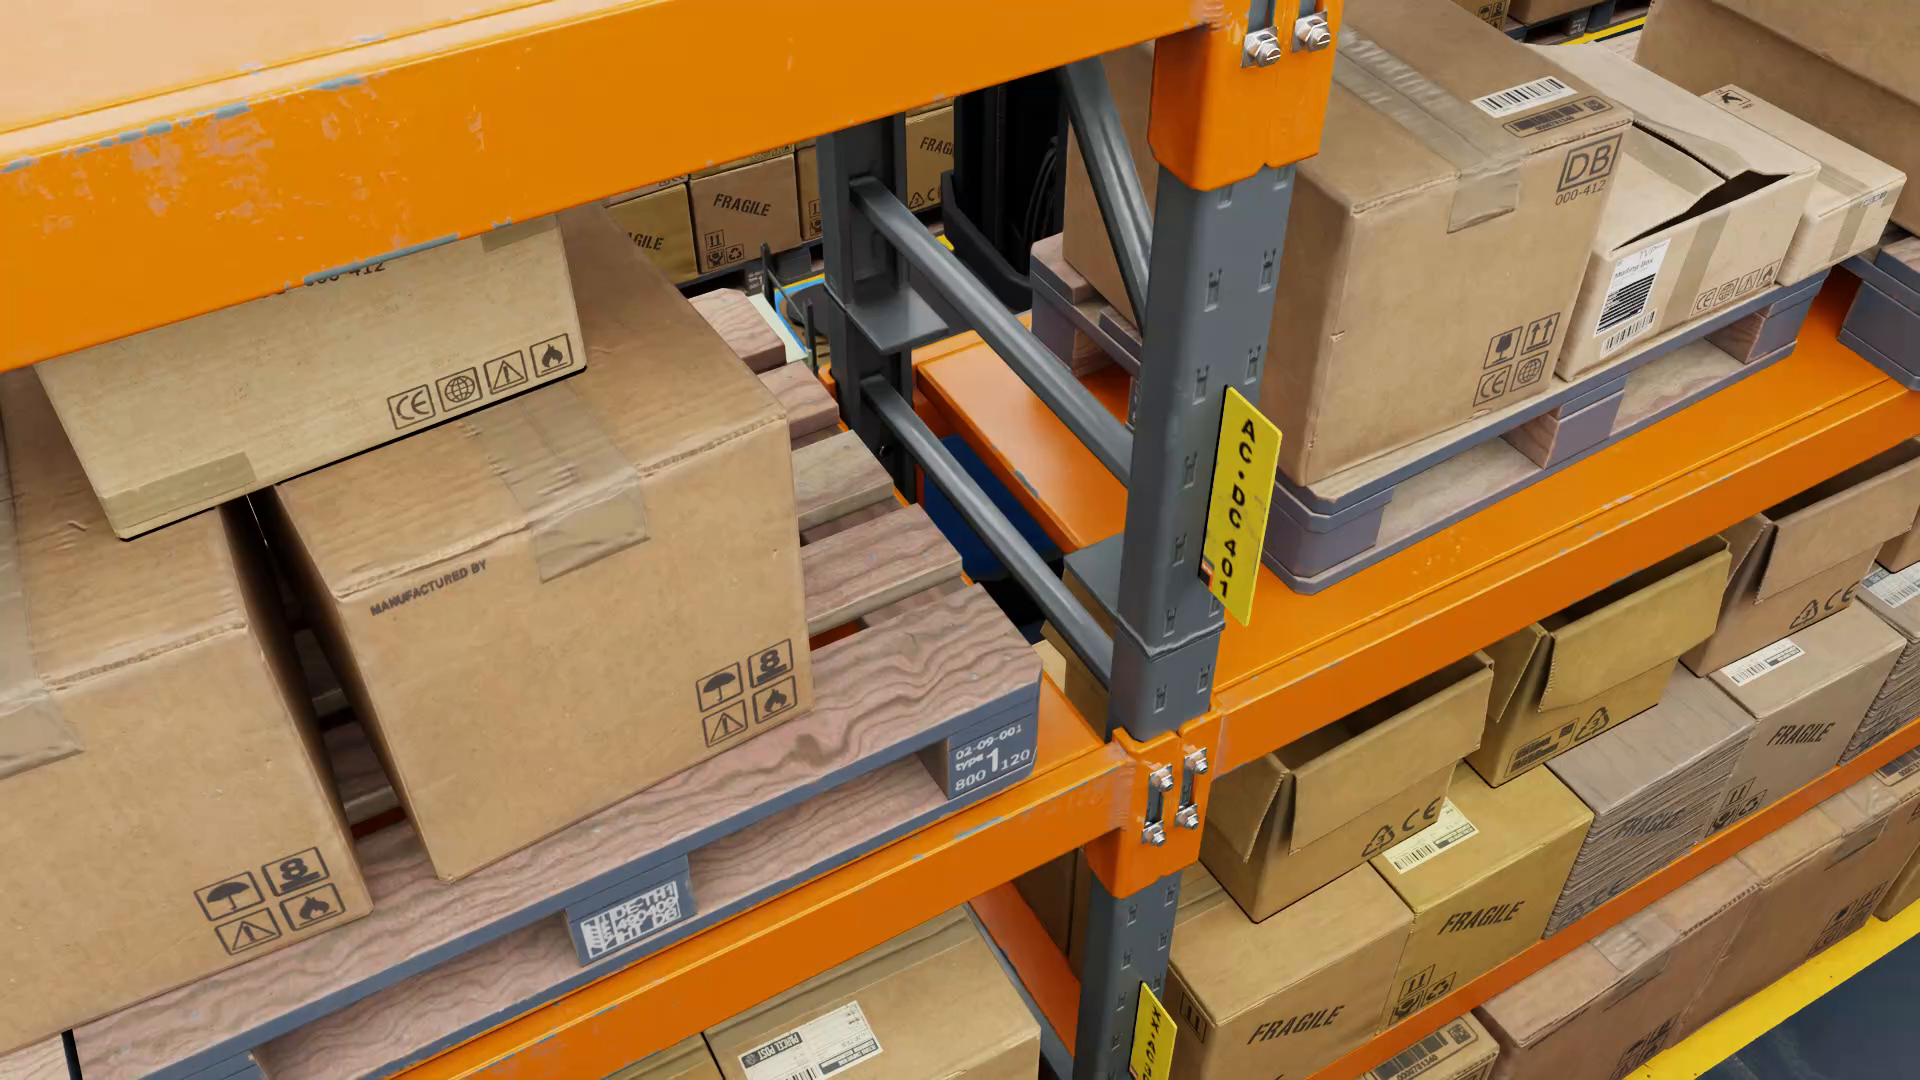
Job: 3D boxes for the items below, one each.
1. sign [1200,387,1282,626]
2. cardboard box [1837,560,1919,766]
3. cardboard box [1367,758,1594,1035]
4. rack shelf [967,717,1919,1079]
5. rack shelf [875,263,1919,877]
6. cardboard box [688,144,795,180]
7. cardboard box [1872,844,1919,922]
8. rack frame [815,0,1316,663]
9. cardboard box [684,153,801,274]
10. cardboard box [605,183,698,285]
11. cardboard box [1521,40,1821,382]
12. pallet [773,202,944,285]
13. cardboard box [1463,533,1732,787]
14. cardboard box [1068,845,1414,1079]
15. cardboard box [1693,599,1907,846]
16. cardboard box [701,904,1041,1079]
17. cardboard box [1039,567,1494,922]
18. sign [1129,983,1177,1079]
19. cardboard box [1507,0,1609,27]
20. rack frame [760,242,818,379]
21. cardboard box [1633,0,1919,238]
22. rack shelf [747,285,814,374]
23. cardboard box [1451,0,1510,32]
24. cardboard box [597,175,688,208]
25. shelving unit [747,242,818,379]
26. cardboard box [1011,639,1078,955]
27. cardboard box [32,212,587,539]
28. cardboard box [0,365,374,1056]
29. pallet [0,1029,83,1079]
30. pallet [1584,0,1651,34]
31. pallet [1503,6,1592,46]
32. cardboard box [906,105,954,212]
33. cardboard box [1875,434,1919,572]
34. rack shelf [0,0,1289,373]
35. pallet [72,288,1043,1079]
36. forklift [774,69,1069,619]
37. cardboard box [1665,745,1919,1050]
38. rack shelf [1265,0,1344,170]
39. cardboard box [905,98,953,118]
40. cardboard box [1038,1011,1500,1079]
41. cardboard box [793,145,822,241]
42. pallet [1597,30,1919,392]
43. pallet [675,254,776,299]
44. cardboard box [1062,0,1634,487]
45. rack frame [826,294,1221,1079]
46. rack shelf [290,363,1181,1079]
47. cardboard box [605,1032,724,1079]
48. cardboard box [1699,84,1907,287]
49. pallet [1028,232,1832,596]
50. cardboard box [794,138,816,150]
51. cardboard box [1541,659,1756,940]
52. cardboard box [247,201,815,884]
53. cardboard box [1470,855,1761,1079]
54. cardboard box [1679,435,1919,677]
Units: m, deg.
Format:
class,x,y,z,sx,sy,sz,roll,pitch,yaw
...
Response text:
class,x,y,z,sx,sy,sz,roll,pitch,yaw
sign,0.343,-0.035,2.051,0.005,0.325,0.100,-22,48,-21
cardboard box,2.345,0.169,4.350,0.500,0.500,0.500,-23,49,-22
cardboard box,1.024,0.701,3.802,0.500,0.500,0.500,-22,48,-21
rack shelf,1.799,0.485,4.613,4.000,0.370,1.077,-22,48,-21
rack shelf,1.799,-0.592,3.569,4.000,0.370,1.077,-22,48,-21
cardboard box,-1.085,-1.916,7.525,0.500,0.250,0.500,-21,48,-20
cardboard box,2.925,0.371,5.438,0.875,0.875,1.225,-24,49,-23
rack frame,0.065,-1.232,1.558,0.127,3.000,1.000,-22,48,-21
cardboard box,-1.087,-1.644,7.784,0.500,0.500,0.500,-20,48,-19
cardboard box,-1.545,-1.460,7.593,0.500,0.500,0.500,-20,48,-19
cardboard box,1.061,-0.601,2.824,0.500,0.311,0.500,-23,49,-22
pallet,-0.585,-1.806,8.459,1.213,0.211,1.003,-22,48,-21
cardboard box,1.216,0.067,3.735,0.637,0.503,0.797,-21,48,-21
cardboard box,0.589,0.876,3.622,0.500,0.500,0.500,-22,48,-21
cardboard box,1.904,0.345,4.169,0.500,0.500,0.500,-21,48,-20
cardboard box,-0.200,0.919,3.004,0.500,0.500,0.500,-20,48,-20
cardboard box,0.615,0.298,3.497,0.637,0.503,0.797,-23,49,-22
sign,0.343,0.916,2.974,0.005,0.325,0.100,-22,48,-21
cardboard box,3.287,-3.627,9.647,0.750,0.750,1.050,-22,48,-21
rack frame,-0.577,-0.345,6.029,0.023,1.500,0.400,-19,47,-19
cardboard box,1.773,-1.010,3.107,0.637,0.503,0.797,-22,48,-21
rack shelf,-0.903,-0.510,5.638,0.720,0.370,0.431,-19,47,-19
cardboard box,2.479,-3.303,9.314,0.750,0.750,1.050,-21,48,-20
cardboard box,-1.546,-1.729,7.333,0.500,0.250,0.500,-24,49,-23
shelving unit,-0.903,-0.230,5.910,0.755,1.500,0.431,-19,47,-19
cardboard box,0.335,0.557,3.950,0.500,0.500,0.500,-22,48,-21
cardboard box,-0.753,-0.325,1.794,0.500,0.250,0.500,-25,49,-23
cardboard box,-1.052,0.113,1.880,0.500,0.500,0.700,-19,47,-19
pallet,-1.706,0.574,1.915,1.213,0.211,1.003,-22,48,-21
pallet,3.987,-3.571,10.278,1.213,0.211,1.003,-22,48,-21
pallet,2.928,-3.145,9.839,1.213,0.211,1.003,-22,48,-21
cardboard box,-0.193,-1.994,8.144,0.500,0.500,0.500,-24,49,-23
cardboard box,2.325,-0.395,4.211,0.637,0.503,0.797,-21,48,-20
rack shelf,-1.669,-0.137,1.233,4.000,0.370,1.077,-22,48,-21
pallet,-0.649,0.153,2.348,1.213,0.211,1.003,-22,48,-21
forklift,0.789,-1.350,6.036,3.031,2.935,1.130,-19,47,-19
cardboard box,2.148,0.676,5.124,0.875,0.875,1.225,-22,48,-21
rack shelf,1.799,-1.525,2.663,4.000,0.370,1.077,-22,48,-21
cardboard box,-0.193,-2.276,7.896,0.500,0.250,0.500,-21,48,-20
cardboard box,0.610,1.298,4.483,0.875,0.875,1.225,-22,48,-21
cardboard box,-0.640,-1.834,7.979,0.500,0.500,0.500,-21,48,-20
pallet,2.033,-0.831,3.434,1.213,0.211,1.003,-20,47,-19
pallet,-1.644,-1.380,8.020,1.213,0.211,1.003,-22,48,-21
cardboard box,0.563,-0.550,2.636,0.500,0.500,0.700,-21,48,-20
rack frame,0.065,0.921,3.648,0.127,3.000,1.000,-22,48,-21
rack shelf,-1.669,0.796,2.139,4.000,0.370,1.077,-22,48,-21
cardboard box,-0.637,1.091,2.828,0.500,0.500,0.500,-21,48,-21
cardboard box,1.431,-0.642,2.983,0.250,0.149,0.380,-24,49,-23
pallet,0.836,-0.435,3.028,1.217,0.209,0.805,-24,49,-22
cardboard box,-0.641,-2.090,7.704,0.500,0.250,0.500,-20,48,-19
cardboard box,1.458,0.528,3.981,0.500,0.500,0.500,-23,49,-22
cardboard box,-0.583,-0.071,2.070,0.500,0.500,0.700,-25,49,-23
cardboard box,1.385,0.988,4.803,0.875,0.875,1.225,-23,49,-22
cardboard box,1.747,-0.158,3.967,0.637,0.503,0.797,-20,48,-20
